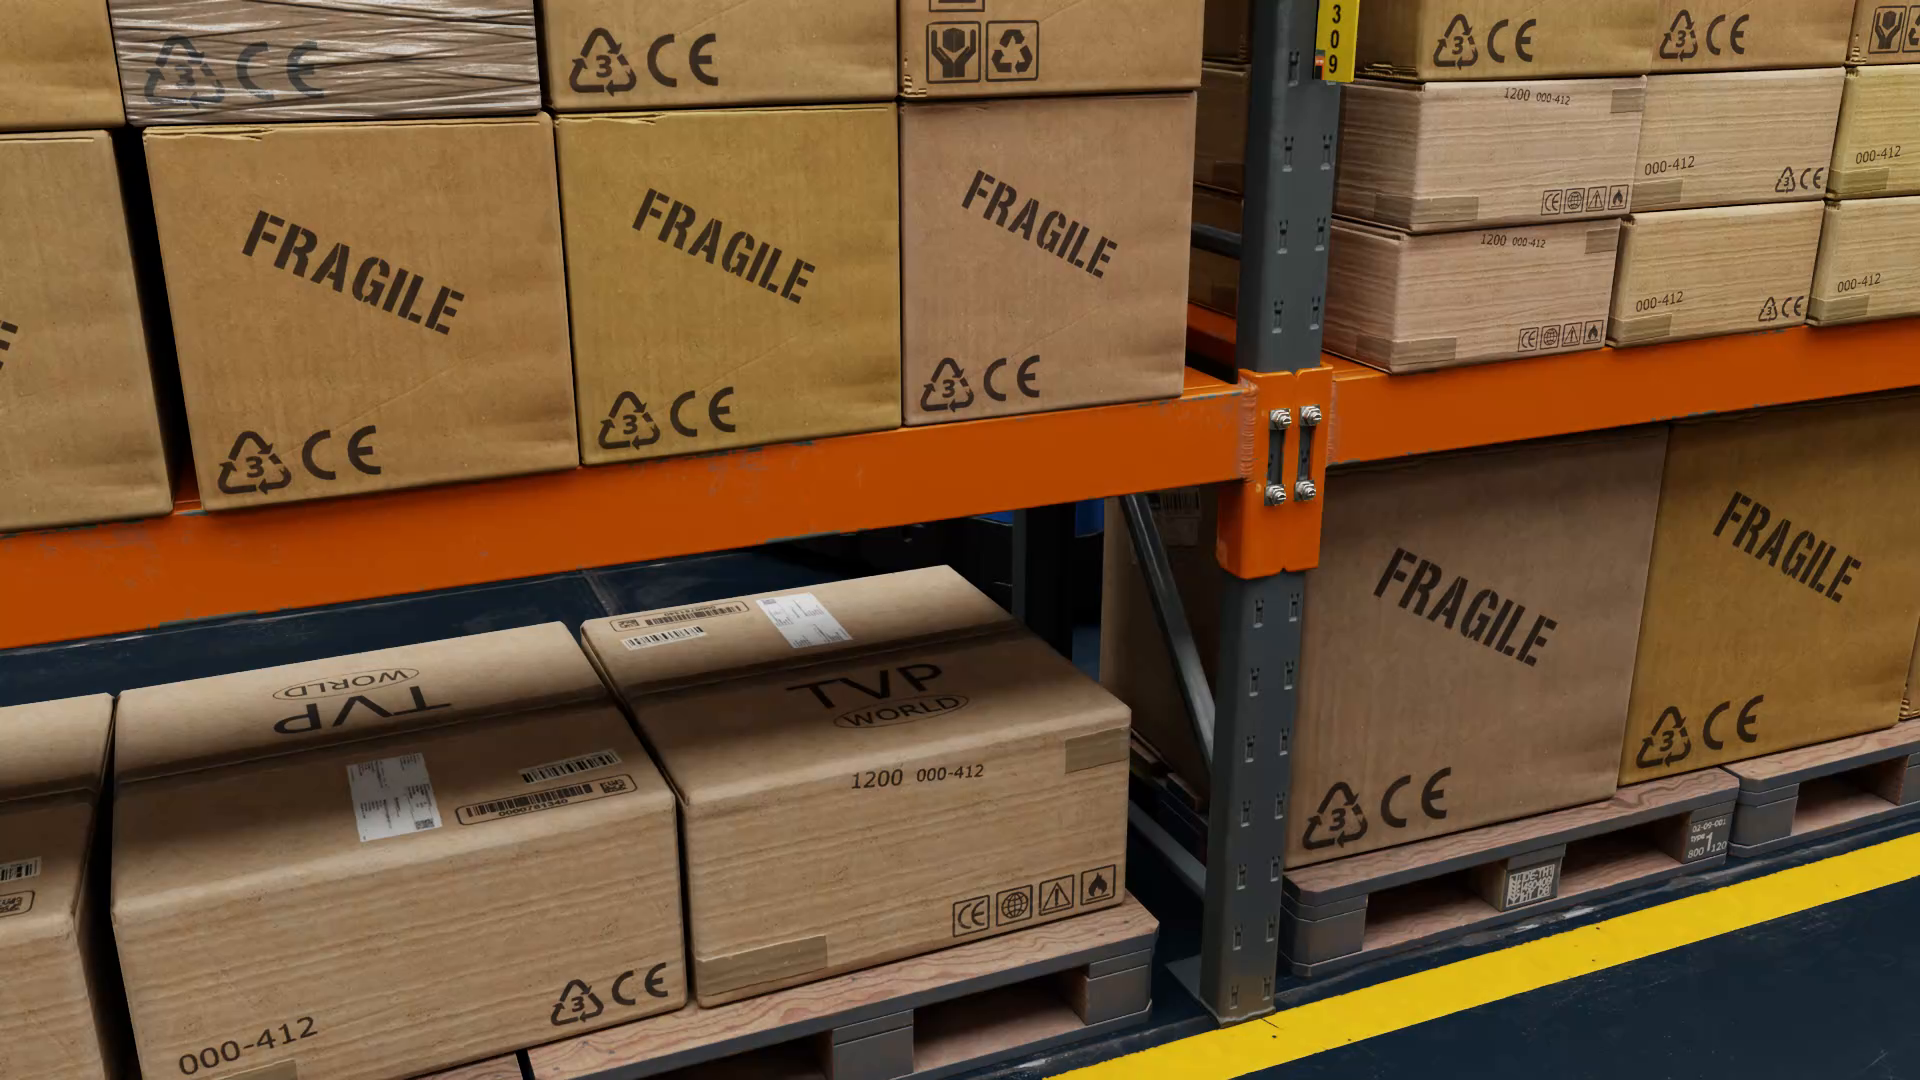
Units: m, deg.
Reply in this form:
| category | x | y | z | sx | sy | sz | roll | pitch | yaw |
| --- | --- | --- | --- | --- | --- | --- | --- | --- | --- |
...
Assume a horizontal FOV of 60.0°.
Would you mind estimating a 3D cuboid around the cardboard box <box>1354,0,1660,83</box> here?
| category | x | y | z | sx | sy | sz | roll | pitch | yaw |
| --- | --- | --- | --- | --- | --- | --- | --- | --- | --- |
| cardboard box | 0.892 | -1.099 | 2.970 | 0.500 | 0.500 | 0.500 | -8 | 21 | -21 |

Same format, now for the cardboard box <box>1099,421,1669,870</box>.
| category | x | y | z | sx | sy | sz | roll | pitch | yaw |
| --- | --- | --- | --- | --- | --- | --- | --- | --- | --- |
| cardboard box | 0.912 | 0.088 | 3.821 | 0.875 | 0.875 | 0.875 | -7 | 21 | -20 |

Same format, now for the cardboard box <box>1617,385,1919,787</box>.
| category | x | y | z | sx | sy | sz | roll | pitch | yaw |
| --- | --- | --- | --- | --- | --- | --- | --- | --- | --- |
| cardboard box | 1.738 | -0.033 | 4.166 | 0.875 | 0.875 | 0.875 | -8 | 21 | -20 |

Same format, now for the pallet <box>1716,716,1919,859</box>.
| category | x | y | z | sx | sy | sz | roll | pitch | yaw |
| --- | --- | --- | --- | --- | --- | --- | --- | --- | --- |
| pallet | 2.175 | 0.419 | 4.513 | 1.213 | 0.211 | 1.003 | -8 | 21 | -22 |

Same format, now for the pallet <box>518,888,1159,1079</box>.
| category | x | y | z | sx | sy | sz | roll | pitch | yaw |
| --- | --- | --- | --- | --- | --- | --- | --- | --- | --- |
| pallet | -0.355 | 0.782 | 3.484 | 1.213 | 0.211 | 1.003 | -8 | 21 | -22 |

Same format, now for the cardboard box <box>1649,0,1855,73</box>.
| category | x | y | z | sx | sy | sz | roll | pitch | yaw |
| --- | --- | --- | --- | --- | --- | --- | --- | --- | --- |
| cardboard box | 1.349 | -1.174 | 3.184 | 0.500 | 0.500 | 0.500 | -8 | 21 | -22 |

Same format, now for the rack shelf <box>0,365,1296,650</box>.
| category | x | y | z | sx | sy | sz | roll | pitch | yaw |
| --- | --- | --- | --- | --- | --- | --- | --- | --- | --- |
| rack shelf | -1.462 | -0.007 | 2.610 | 4.000 | 0.370 | 1.077 | -8 | 21 | -22 |

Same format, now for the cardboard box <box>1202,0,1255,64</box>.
| category | x | y | z | sx | sy | sz | roll | pitch | yaw |
| --- | --- | --- | --- | --- | --- | --- | --- | --- | --- |
| cardboard box | 0.685 | -1.264 | 3.439 | 0.500 | 0.500 | 0.500 | -7 | 21 | -20 |

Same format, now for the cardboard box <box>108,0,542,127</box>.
| category | x | y | z | sx | sy | sz | roll | pitch | yaw |
| --- | --- | --- | --- | --- | --- | --- | --- | --- | --- |
| cardboard box | -0.882 | -0.848 | 2.258 | 0.500 | 0.500 | 0.500 | -8 | 21 | -21 |

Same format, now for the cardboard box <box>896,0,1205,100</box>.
| category | x | y | z | sx | sy | sz | roll | pitch | yaw |
| --- | --- | --- | --- | --- | --- | --- | --- | --- | --- |
| cardboard box | 0.051 | -0.982 | 2.639 | 0.500 | 0.500 | 0.500 | -8 | 21 | -22 |

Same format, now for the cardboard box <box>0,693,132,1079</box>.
| category | x | y | z | sx | sy | sz | roll | pitch | yaw |
| --- | --- | --- | --- | --- | --- | --- | --- | --- | --- |
| cardboard box | -1.895 | 0.687 | 2.781 | 0.875 | 0.438 | 0.875 | -8 | 21 | -20 |

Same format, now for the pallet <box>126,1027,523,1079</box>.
| category | x | y | z | sx | sy | sz | roll | pitch | yaw |
| --- | --- | --- | --- | --- | --- | --- | --- | --- | --- |
| pallet | -1.477 | 0.944 | 3.025 | 1.213 | 0.211 | 1.003 | -8 | 21 | -22 |

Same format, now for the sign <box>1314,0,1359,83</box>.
| category | x | y | z | sx | sy | sz | roll | pitch | yaw |
| --- | --- | --- | --- | --- | --- | --- | --- | --- | --- |
| sign | 0.596 | -0.886 | 2.600 | 0.005 | 0.325 | 0.100 | -8 | 21 | -22 |

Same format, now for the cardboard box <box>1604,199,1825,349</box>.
| category | x | y | z | sx | sy | sz | roll | pitch | yaw |
| --- | --- | --- | --- | --- | --- | --- | --- | --- | --- |
| cardboard box | 1.358 | -0.585 | 3.393 | 0.500 | 0.250 | 0.500 | -9 | 21 | -23 |

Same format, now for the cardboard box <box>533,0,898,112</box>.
| category | x | y | z | sx | sy | sz | roll | pitch | yaw |
| --- | --- | --- | --- | --- | --- | --- | --- | --- | --- |
| cardboard box | -0.419 | -0.918 | 2.457 | 0.500 | 0.500 | 0.500 | -8 | 21 | -23 |

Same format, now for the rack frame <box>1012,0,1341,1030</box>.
| category | x | y | z | sx | sy | sz | roll | pitch | yaw |
| --- | --- | --- | --- | --- | --- | --- | --- | --- | --- |
| rack frame | 0.374 | -0.610 | 3.237 | 0.127 | 3.000 | 1.000 | -8 | 21 | -22 |

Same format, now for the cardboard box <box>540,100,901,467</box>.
| category | x | y | z | sx | sy | sz | roll | pitch | yaw |
| --- | --- | --- | --- | --- | --- | --- | --- | --- | --- |
| cardboard box | -0.420 | -0.449 | 2.629 | 0.500 | 0.500 | 0.500 | -9 | 21 | -23 |

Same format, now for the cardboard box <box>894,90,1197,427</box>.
| category | x | y | z | sx | sy | sz | roll | pitch | yaw |
| --- | --- | --- | --- | --- | --- | --- | --- | --- | --- |
| cardboard box | 0.050 | -0.518 | 2.826 | 0.500 | 0.500 | 0.500 | -8 | 21 | -21 |

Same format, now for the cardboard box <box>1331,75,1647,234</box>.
| category | x | y | z | sx | sy | sz | roll | pitch | yaw |
| --- | --- | --- | --- | --- | --- | --- | --- | --- | --- |
| cardboard box | 0.890 | -0.747 | 3.099 | 0.500 | 0.250 | 0.500 | -9 | 21 | -23 |

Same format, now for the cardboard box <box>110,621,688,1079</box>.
| category | x | y | z | sx | sy | sz | roll | pitch | yaw |
| --- | --- | --- | --- | --- | --- | --- | --- | --- | --- |
| cardboard box | -1.066 | 0.569 | 3.116 | 0.875 | 0.438 | 0.875 | -9 | 21 | -24 |

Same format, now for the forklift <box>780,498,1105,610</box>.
| category | x | y | z | sx | sy | sz | roll | pitch | yaw |
| --- | --- | --- | --- | --- | --- | --- | --- | --- | --- |
| forklift | -0.560 | -1.517 | 5.916 | 3.031 | 2.935 | 1.130 | 13 | 23 | 33 |

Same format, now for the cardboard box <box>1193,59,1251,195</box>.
| category | x | y | z | sx | sy | sz | roll | pitch | yaw |
| --- | --- | --- | --- | --- | --- | --- | --- | --- | --- |
| cardboard box | 0.683 | -0.907 | 3.554 | 0.500 | 0.250 | 0.500 | -8 | 21 | -22 |

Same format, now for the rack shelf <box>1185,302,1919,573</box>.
| category | x | y | z | sx | sy | sz | roll | pitch | yaw |
| --- | --- | --- | --- | --- | --- | --- | --- | --- | --- |
| rack shelf | 2.211 | -0.534 | 4.104 | 4.000 | 0.370 | 1.077 | -8 | 21 | -22 |

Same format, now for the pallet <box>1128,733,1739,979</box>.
| category | x | y | z | sx | sy | sz | roll | pitch | yaw |
| --- | --- | --- | --- | --- | --- | --- | --- | --- | --- |
| pallet | 1.053 | 0.581 | 4.054 | 1.213 | 0.211 | 1.003 | -8 | 21 | -22 |

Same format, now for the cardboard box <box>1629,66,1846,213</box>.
| category | x | y | z | sx | sy | sz | roll | pitch | yaw |
| --- | --- | --- | --- | --- | --- | --- | --- | --- | --- |
| cardboard box | 1.358 | -0.824 | 3.318 | 0.500 | 0.250 | 0.500 | -8 | 21 | -21 |

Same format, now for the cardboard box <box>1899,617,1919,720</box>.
| category | x | y | z | sx | sy | sz | roll | pitch | yaw |
| --- | --- | --- | --- | --- | --- | --- | --- | --- | --- |
| cardboard box | 2.560 | -0.150 | 4.499 | 0.875 | 0.875 | 0.875 | -8 | 21 | -21 |

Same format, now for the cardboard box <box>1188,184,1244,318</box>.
| category | x | y | z | sx | sy | sz | roll | pitch | yaw |
| --- | --- | --- | --- | --- | --- | --- | --- | --- | --- |
| cardboard box | 0.687 | -0.675 | 3.648 | 0.500 | 0.250 | 0.500 | -9 | 21 | -23 |

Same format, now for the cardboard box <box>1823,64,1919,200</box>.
| category | x | y | z | sx | sy | sz | roll | pitch | yaw |
| --- | --- | --- | --- | --- | --- | --- | --- | --- | --- |
| cardboard box | 1.832 | -0.882 | 3.484 | 0.500 | 0.250 | 0.500 | -8 | 21 | -21 |

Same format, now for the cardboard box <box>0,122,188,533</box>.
| category | x | y | z | sx | sy | sz | roll | pitch | yaw |
| --- | --- | --- | --- | --- | --- | --- | --- | --- | --- |
| cardboard box | -1.363 | -0.314 | 2.246 | 0.500 | 0.500 | 0.500 | -7 | 21 | -20 |

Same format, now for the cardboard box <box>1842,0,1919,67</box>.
| category | x | y | z | sx | sy | sz | roll | pitch | yaw |
| --- | --- | --- | --- | --- | --- | --- | --- | --- | --- |
| cardboard box | 1.810 | -1.239 | 3.369 | 0.500 | 0.500 | 0.500 | -9 | 21 | -23 |

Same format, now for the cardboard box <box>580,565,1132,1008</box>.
| category | x | y | z | sx | sy | sz | roll | pitch | yaw |
| --- | --- | --- | --- | --- | --- | --- | --- | --- | --- |
| cardboard box | -0.245 | 0.451 | 3.451 | 0.875 | 0.438 | 0.875 | -8 | 21 | -23 |

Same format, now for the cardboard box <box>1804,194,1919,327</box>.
| category | x | y | z | sx | sy | sz | roll | pitch | yaw |
| --- | --- | --- | --- | --- | --- | --- | --- | --- | --- |
| cardboard box | 1.834 | -0.647 | 3.570 | 0.500 | 0.250 | 0.500 | -8 | 21 | -22 |

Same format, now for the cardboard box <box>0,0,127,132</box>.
| category | x | y | z | sx | sy | sz | roll | pitch | yaw |
| --- | --- | --- | --- | --- | --- | --- | --- | --- | --- |
| cardboard box | -1.346 | -0.785 | 2.078 | 0.500 | 0.500 | 0.500 | -8 | 21 | -22 |

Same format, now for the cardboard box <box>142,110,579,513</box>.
| category | x | y | z | sx | sy | sz | roll | pitch | yaw |
| --- | --- | --- | --- | --- | --- | --- | --- | --- | --- |
| cardboard box | -0.876 | -0.378 | 2.428 | 0.500 | 0.500 | 0.500 | -8 | 21 | -23 |

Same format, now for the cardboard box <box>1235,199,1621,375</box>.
| category | x | y | z | sx | sy | sz | roll | pitch | yaw |
| --- | --- | --- | --- | --- | --- | --- | --- | --- | --- |
| cardboard box | 0.883 | -0.516 | 3.198 | 0.500 | 0.250 | 0.500 | -9 | 21 | -23 |
